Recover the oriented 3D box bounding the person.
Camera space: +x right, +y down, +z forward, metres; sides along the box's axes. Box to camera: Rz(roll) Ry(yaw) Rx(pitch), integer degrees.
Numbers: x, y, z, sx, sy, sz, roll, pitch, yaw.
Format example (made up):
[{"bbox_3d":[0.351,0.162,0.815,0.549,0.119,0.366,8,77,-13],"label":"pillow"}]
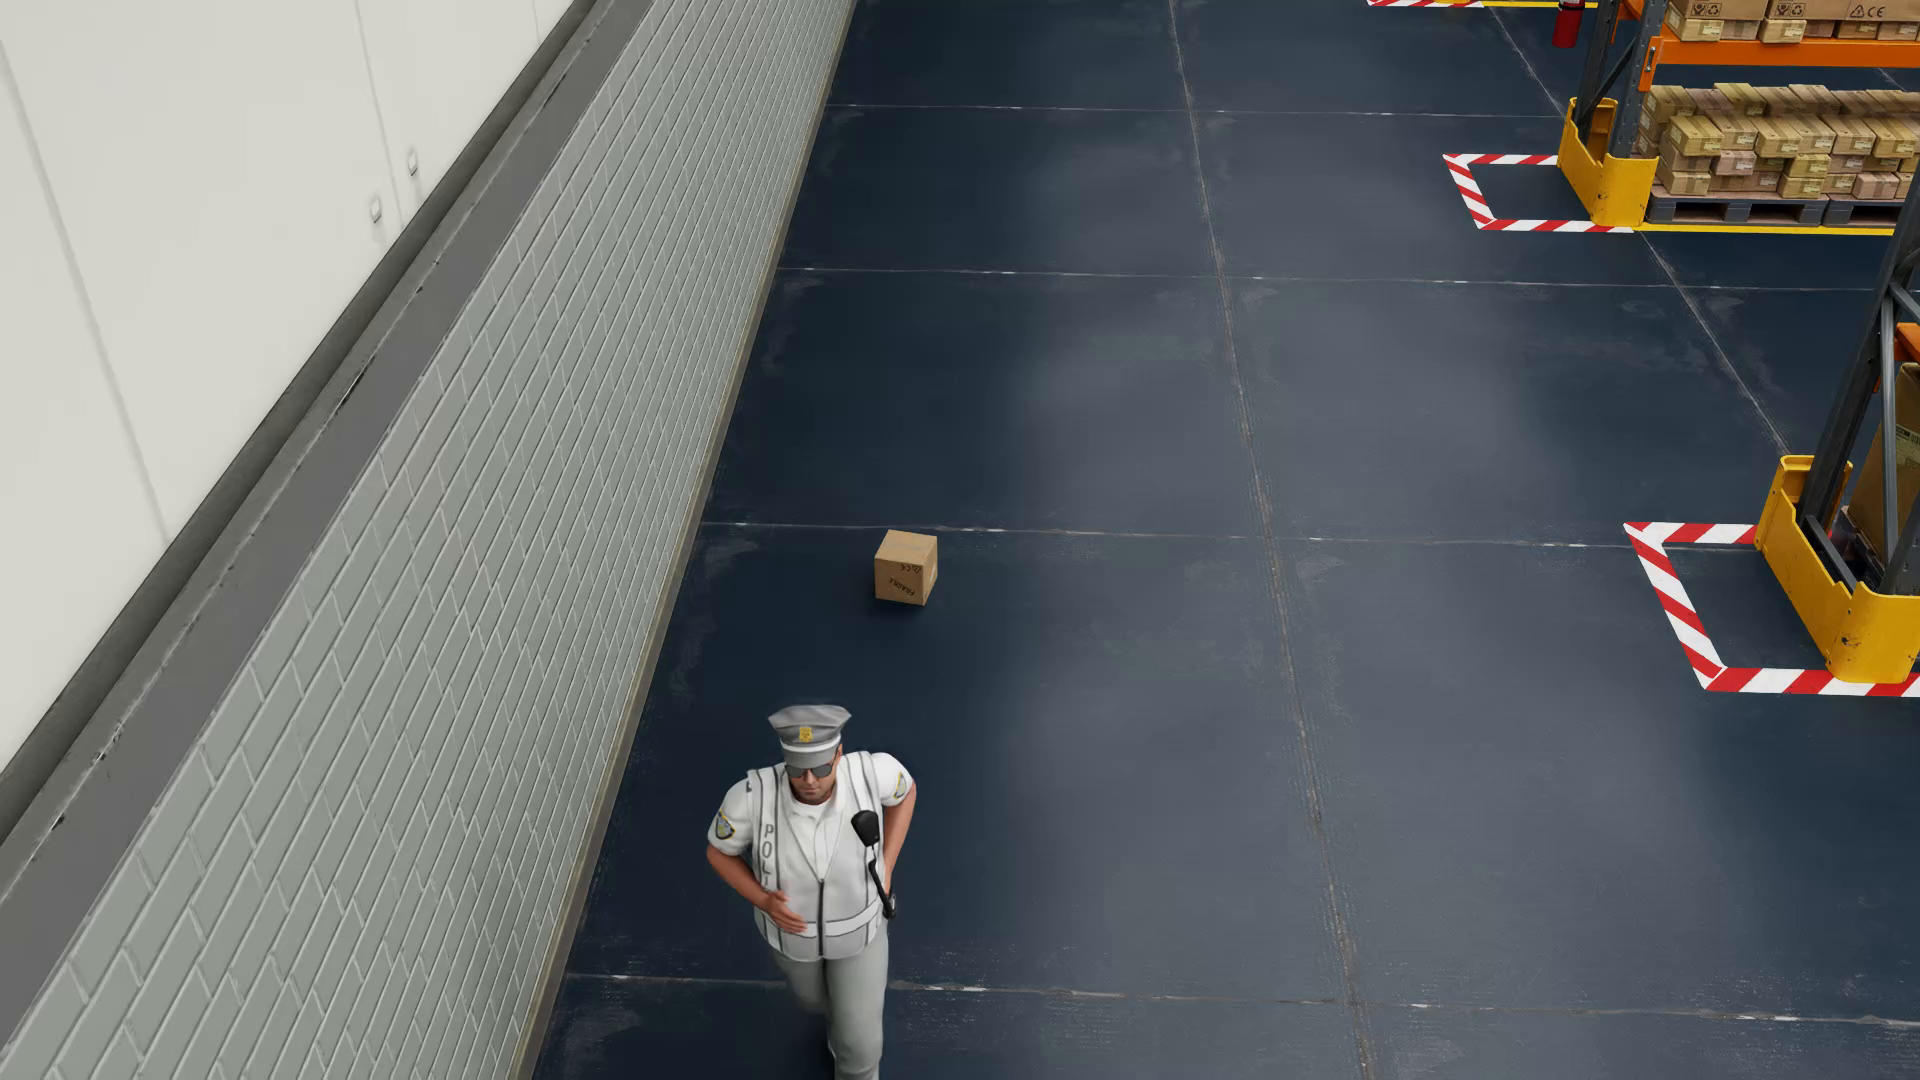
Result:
[{"bbox_3d":[-0.457,1.233,5.339,0.659,1.809,0.807,-2,35,-3],"label":"person"}]
